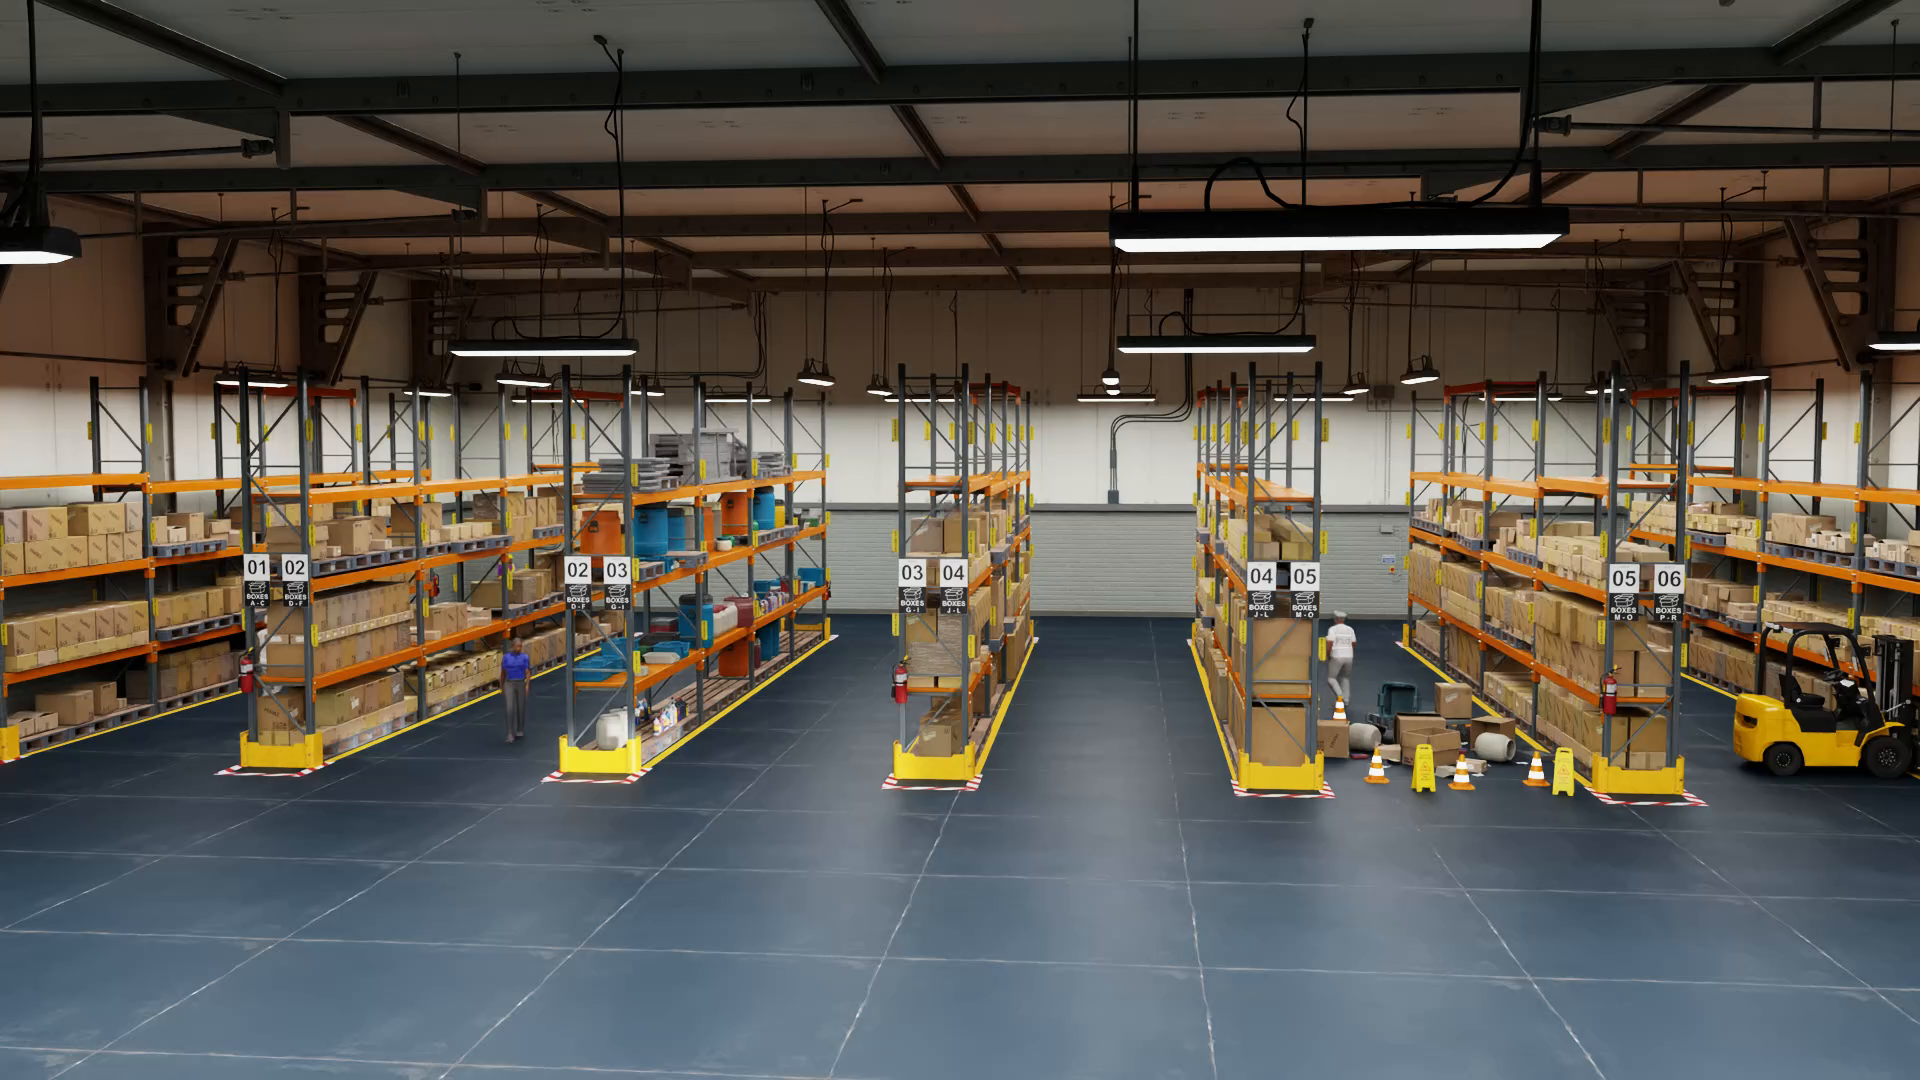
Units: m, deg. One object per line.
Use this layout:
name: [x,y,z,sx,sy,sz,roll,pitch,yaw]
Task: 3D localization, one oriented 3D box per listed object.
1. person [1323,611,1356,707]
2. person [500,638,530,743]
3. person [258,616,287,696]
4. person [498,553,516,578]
person: [7.027,2.189,30.602,0.619,1.727,0.648,-1,4,-13]
person: [-7.264,2.451,27.233,0.470,1.669,0.747,-1,4,-21]
person: [-12.325,2.203,29.708,0.593,1.774,0.520,1,4,18]
person: [-12.506,1.210,45.915,1.122,1.709,0.555,1,4,21]
